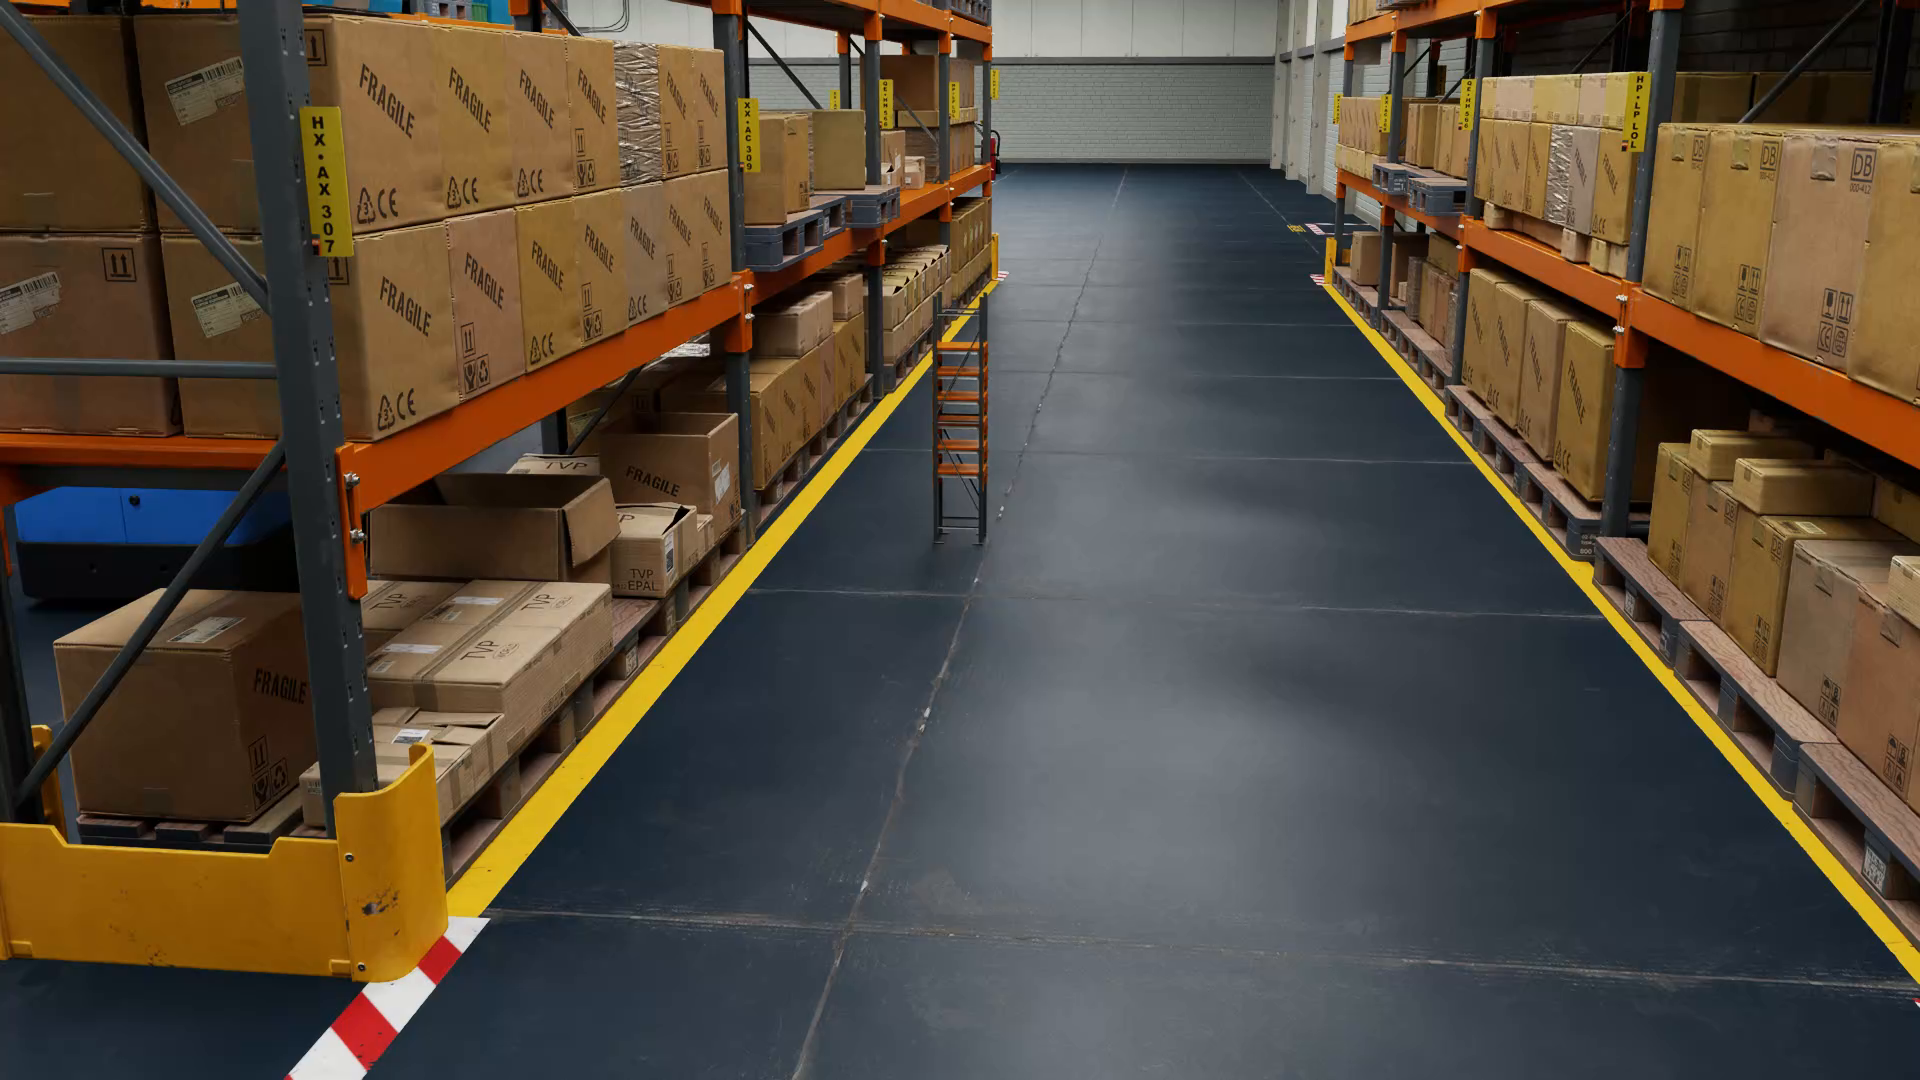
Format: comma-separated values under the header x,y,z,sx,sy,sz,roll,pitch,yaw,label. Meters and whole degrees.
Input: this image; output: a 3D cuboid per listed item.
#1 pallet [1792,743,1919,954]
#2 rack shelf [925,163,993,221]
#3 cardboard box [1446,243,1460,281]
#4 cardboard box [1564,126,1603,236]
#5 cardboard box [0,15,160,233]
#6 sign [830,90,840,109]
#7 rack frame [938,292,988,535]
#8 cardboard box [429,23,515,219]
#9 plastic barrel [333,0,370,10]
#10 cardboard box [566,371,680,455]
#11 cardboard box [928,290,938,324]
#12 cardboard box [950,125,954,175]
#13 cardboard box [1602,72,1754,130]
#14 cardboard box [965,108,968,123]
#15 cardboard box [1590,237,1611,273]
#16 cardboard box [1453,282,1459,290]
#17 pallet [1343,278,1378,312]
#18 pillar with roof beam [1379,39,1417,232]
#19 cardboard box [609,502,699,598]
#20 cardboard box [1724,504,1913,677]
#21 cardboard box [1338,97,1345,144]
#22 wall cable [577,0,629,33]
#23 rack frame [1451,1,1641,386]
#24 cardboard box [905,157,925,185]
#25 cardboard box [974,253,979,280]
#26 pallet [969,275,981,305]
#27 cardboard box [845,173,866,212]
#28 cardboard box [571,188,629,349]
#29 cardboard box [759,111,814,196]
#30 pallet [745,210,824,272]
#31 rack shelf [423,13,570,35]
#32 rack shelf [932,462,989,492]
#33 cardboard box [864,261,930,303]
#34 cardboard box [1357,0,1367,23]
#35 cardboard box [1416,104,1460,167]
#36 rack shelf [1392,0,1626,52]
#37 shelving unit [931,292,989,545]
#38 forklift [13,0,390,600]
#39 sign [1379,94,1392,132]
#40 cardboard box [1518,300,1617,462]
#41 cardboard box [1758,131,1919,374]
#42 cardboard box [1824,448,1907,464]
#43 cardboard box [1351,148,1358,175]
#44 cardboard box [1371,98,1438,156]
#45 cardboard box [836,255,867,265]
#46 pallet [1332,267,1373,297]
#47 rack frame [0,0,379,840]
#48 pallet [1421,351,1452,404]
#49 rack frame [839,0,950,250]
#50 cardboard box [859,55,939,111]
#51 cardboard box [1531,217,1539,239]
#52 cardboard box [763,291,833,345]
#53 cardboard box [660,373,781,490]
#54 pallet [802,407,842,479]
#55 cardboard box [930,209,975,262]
x,y,z,sx,sy,sz,roll,pitch,yaw,label
2.984,0.888,4.473,1.003,0.211,1.213,2,15,6,pallet
-0.371,-3.677,17.392,1.077,0.370,4.000,2,15,6,rack shelf
4.083,-2.159,12.908,0.500,0.250,0.500,2,15,6,cardboard box
3.272,-1.747,8.076,0.500,0.500,0.500,2,15,7,cardboard box
-2.174,-1.048,4.183,0.500,0.500,0.500,2,15,6,cardboard box
-1.149,-3.978,15.315,0.100,0.325,0.005,2,15,6,sign
0.012,-0.607,8.107,0.240,1.200,0.006,2,15,6,rack frame
-1.588,-1.167,4.625,0.500,0.500,0.500,2,15,7,cardboard box
-5.434,-5.034,14.327,0.600,0.901,0.600,0,15,0,plastic barrel
-1.729,-0.573,8.479,0.500,0.500,0.500,2,15,6,cardboard box
-0.472,-2.001,14.278,0.500,0.250,0.500,2,15,8,cardboard box
-0.440,-3.936,16.780,0.700,0.500,0.500,2,15,7,cardboard box
3.221,-1.978,7.494,0.500,0.250,0.500,2,15,8,cardboard box
-0.116,-4.532,17.742,0.380,0.149,0.250,2,15,8,cardboard box
3.185,-1.336,7.800,0.380,0.149,0.250,2,15,7,cardboard box
4.077,-1.647,12.453,0.700,0.500,0.500,2,15,6,cardboard box
4.501,-2.507,17.029,1.003,0.211,1.213,2,15,6,pallet
1.957,-8.770,23.355,9.100,9.000,0.400,2,15,6,pillar with roof beam
-1.367,0.006,6.703,0.500,0.311,0.500,2,15,6,cardboard box
3.116,0.172,5.762,0.700,0.500,0.500,2,15,8,cardboard box
4.424,-4.582,18.174,0.500,0.500,0.500,2,15,6,cardboard box
-11.279,-17.879,50.526,2.305,6.003,0.169,2,15,6,wall cable
3.874,-2.323,11.007,1.000,3.000,0.127,2,15,6,rack frame
-0.609,-3.304,14.922,0.500,0.250,0.500,3,15,10,cardboard box
-0.070,-2.881,17.534,0.500,0.250,0.500,2,15,6,cardboard box
-0.330,-2.682,17.675,1.003,0.211,1.213,2,15,6,pallet
-0.964,-2.518,11.899,0.500,0.311,0.500,3,15,10,cardboard box
-1.468,-0.942,5.709,0.500,0.500,0.500,2,15,7,cardboard box
-1.300,-2.321,10.002,0.700,0.500,0.500,5,16,17,cardboard box
-1.301,-1.542,8.486,1.003,0.211,1.213,2,15,6,pallet
-5.293,-5.272,17.543,1.077,0.370,4.000,2,15,6,rack shelf
0.002,-0.308,8.094,0.258,0.103,0.180,2,15,6,rack shelf
-0.529,-2.143,13.731,0.500,0.311,0.500,2,15,6,cardboard box
4.340,-5.551,16.970,0.500,0.500,0.500,2,15,9,cardboard box
4.164,-3.345,13.753,0.700,0.500,0.500,3,15,12,cardboard box
4.100,-3.943,12.627,1.077,0.370,4.000,2,15,6,rack shelf
0.002,-0.583,8.019,0.258,1.200,0.189,2,15,6,shelving unit
-3.370,-1.490,8.058,1.130,2.935,3.031,1,15,3,forklift
3.786,-3.792,14.782,0.100,0.325,0.005,2,15,6,sign
3.464,-0.854,8.886,0.750,0.750,0.750,2,15,8,cardboard box
3.185,-0.912,5.214,0.980,0.700,0.700,1,15,4,cardboard box
3.364,-0.231,6.010,0.380,0.149,0.250,1,15,4,cardboard box
4.239,-3.820,16.791,0.500,0.250,0.500,2,15,7,cardboard box
4.072,-3.791,15.250,0.500,0.500,0.500,2,15,6,cardboard box
-1.010,-2.288,14.265,0.500,0.311,0.500,1,15,4,cardboard box
4.642,-2.822,18.196,1.003,0.211,1.213,2,15,6,pallet
-1.951,-0.393,3.869,1.000,3.000,0.127,2,15,6,rack frame
3.964,-1.180,12.120,1.003,0.211,1.213,2,15,6,pallet
-0.597,-3.505,15.379,1.000,3.000,0.127,2,15,6,rack frame
-0.553,-4.295,15.623,0.700,0.500,0.500,2,15,7,cardboard box
3.489,-1.798,9.509,0.380,0.149,0.250,2,15,7,cardboard box
-1.034,-1.306,9.755,0.500,0.250,0.500,1,15,5,cardboard box
-1.203,-0.555,8.412,0.500,0.500,0.500,1,15,4,cardboard box
-1.310,-0.614,10.028,1.003,0.211,1.213,2,15,6,pallet
-0.121,-3.113,16.956,0.500,0.500,0.500,2,15,6,cardboard box
